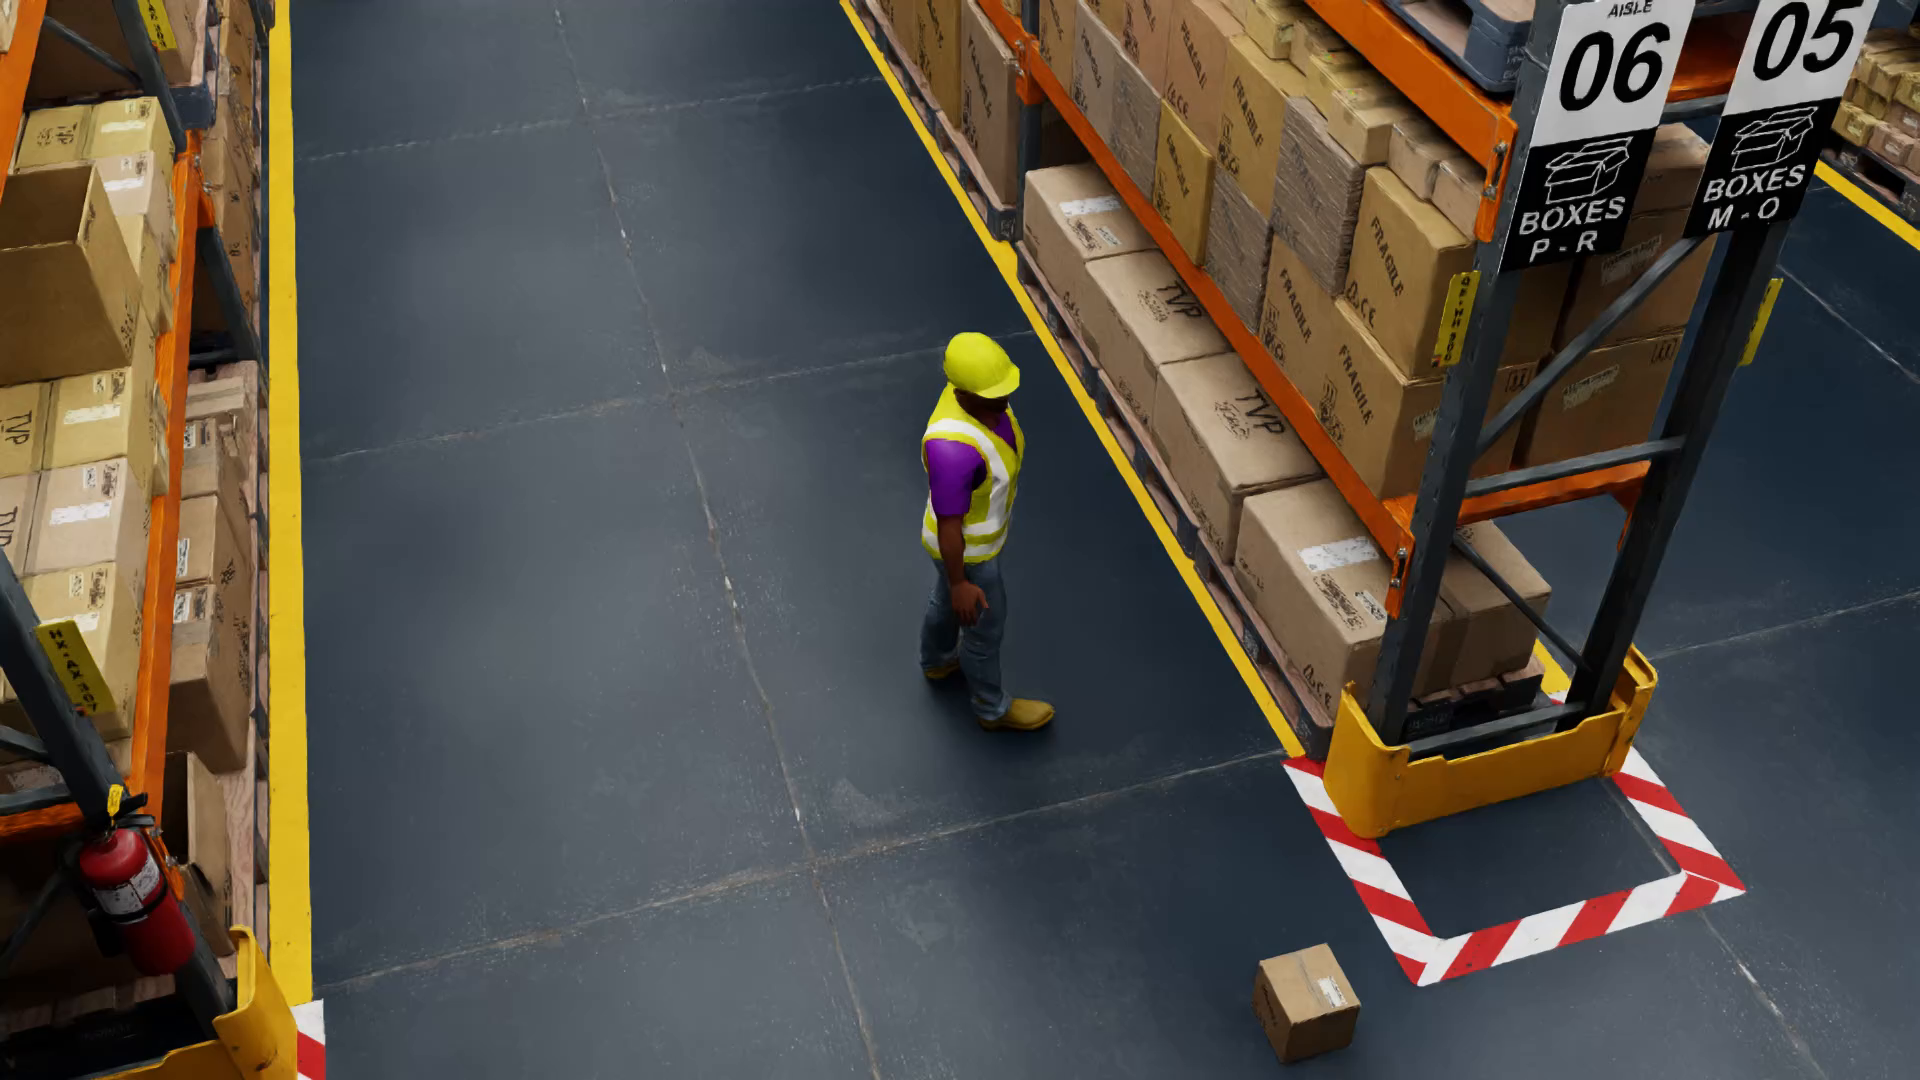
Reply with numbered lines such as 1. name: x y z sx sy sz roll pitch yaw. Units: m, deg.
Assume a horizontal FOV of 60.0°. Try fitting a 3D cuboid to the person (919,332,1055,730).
1. person: 0.102 -0.011 6.118 0.572 1.763 0.675 5 42 5
